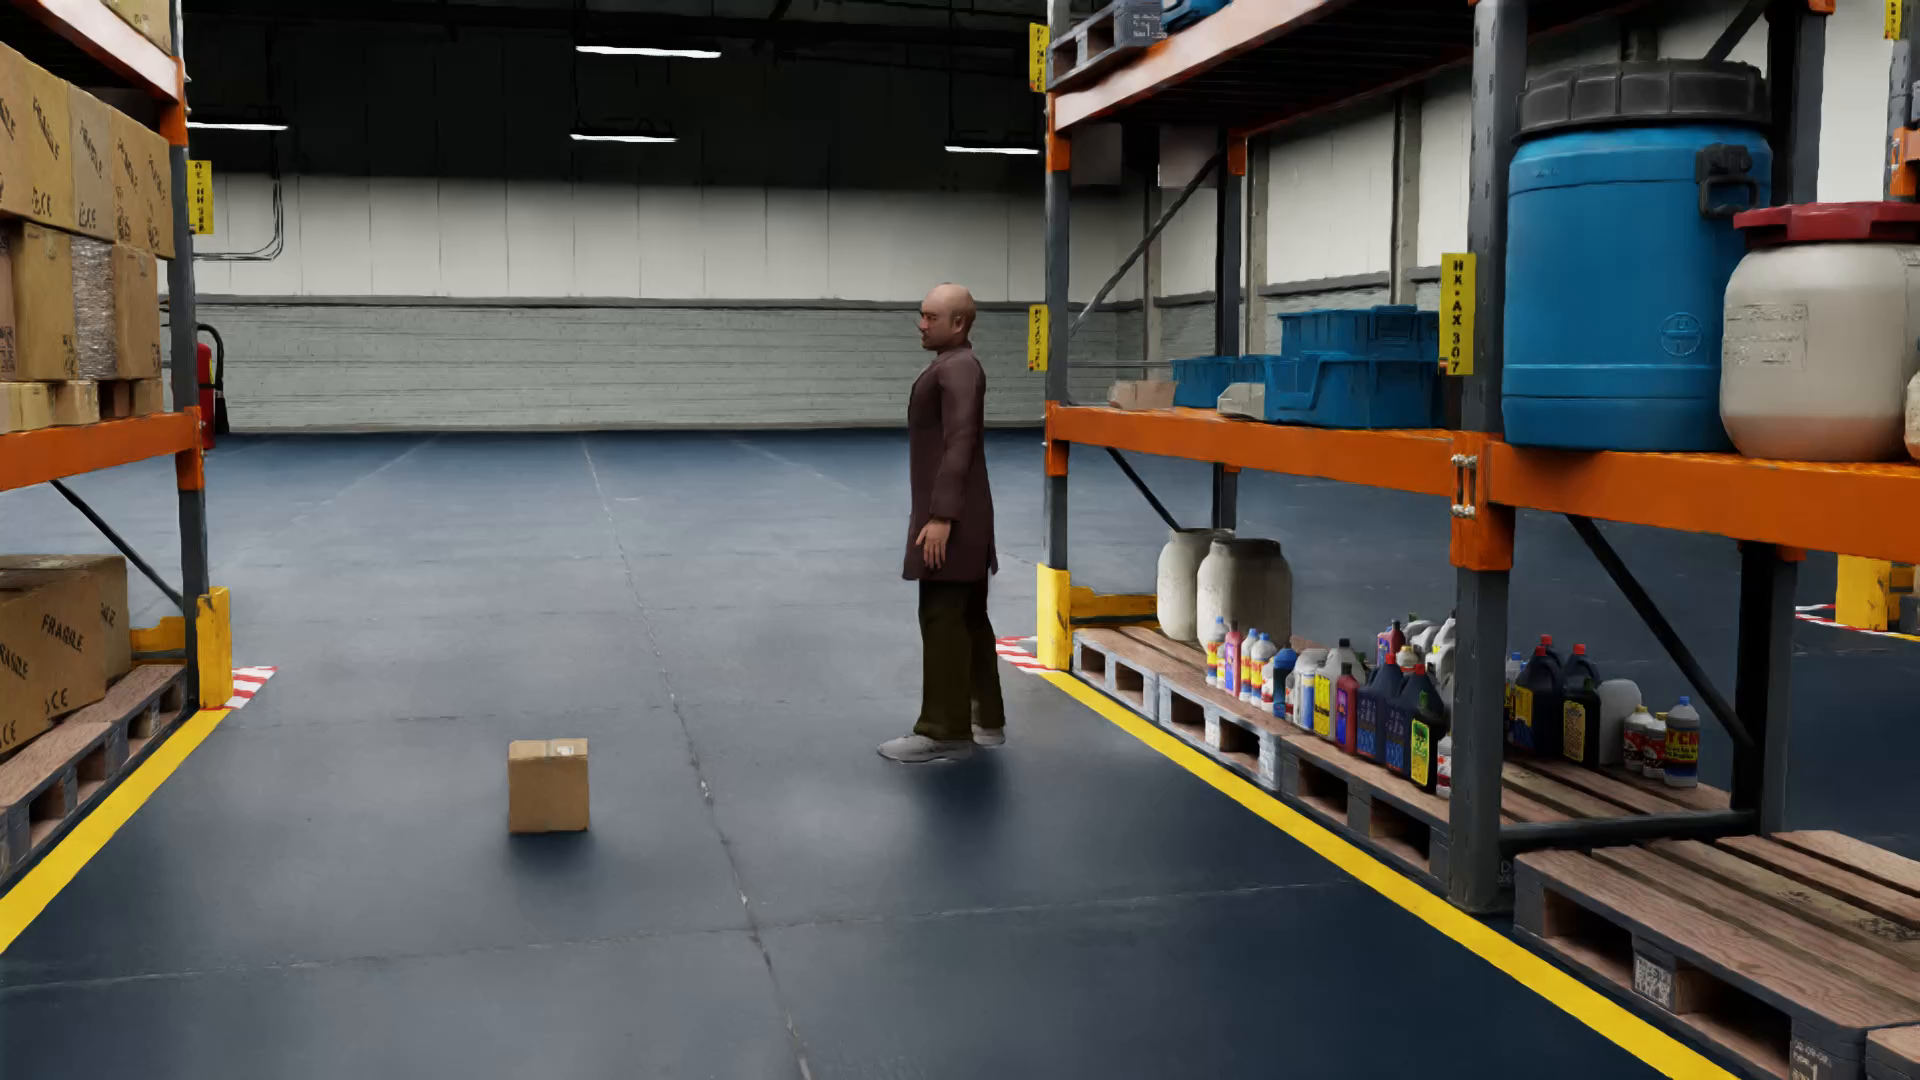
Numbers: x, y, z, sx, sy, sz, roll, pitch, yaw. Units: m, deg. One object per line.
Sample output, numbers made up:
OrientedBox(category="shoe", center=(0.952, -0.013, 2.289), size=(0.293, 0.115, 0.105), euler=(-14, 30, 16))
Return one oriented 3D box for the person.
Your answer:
OrientedBox(category="person", center=(-0.060, -0.073, 6.298), size=(0.466, 1.783, 0.660), euler=(0, 6, 4))
